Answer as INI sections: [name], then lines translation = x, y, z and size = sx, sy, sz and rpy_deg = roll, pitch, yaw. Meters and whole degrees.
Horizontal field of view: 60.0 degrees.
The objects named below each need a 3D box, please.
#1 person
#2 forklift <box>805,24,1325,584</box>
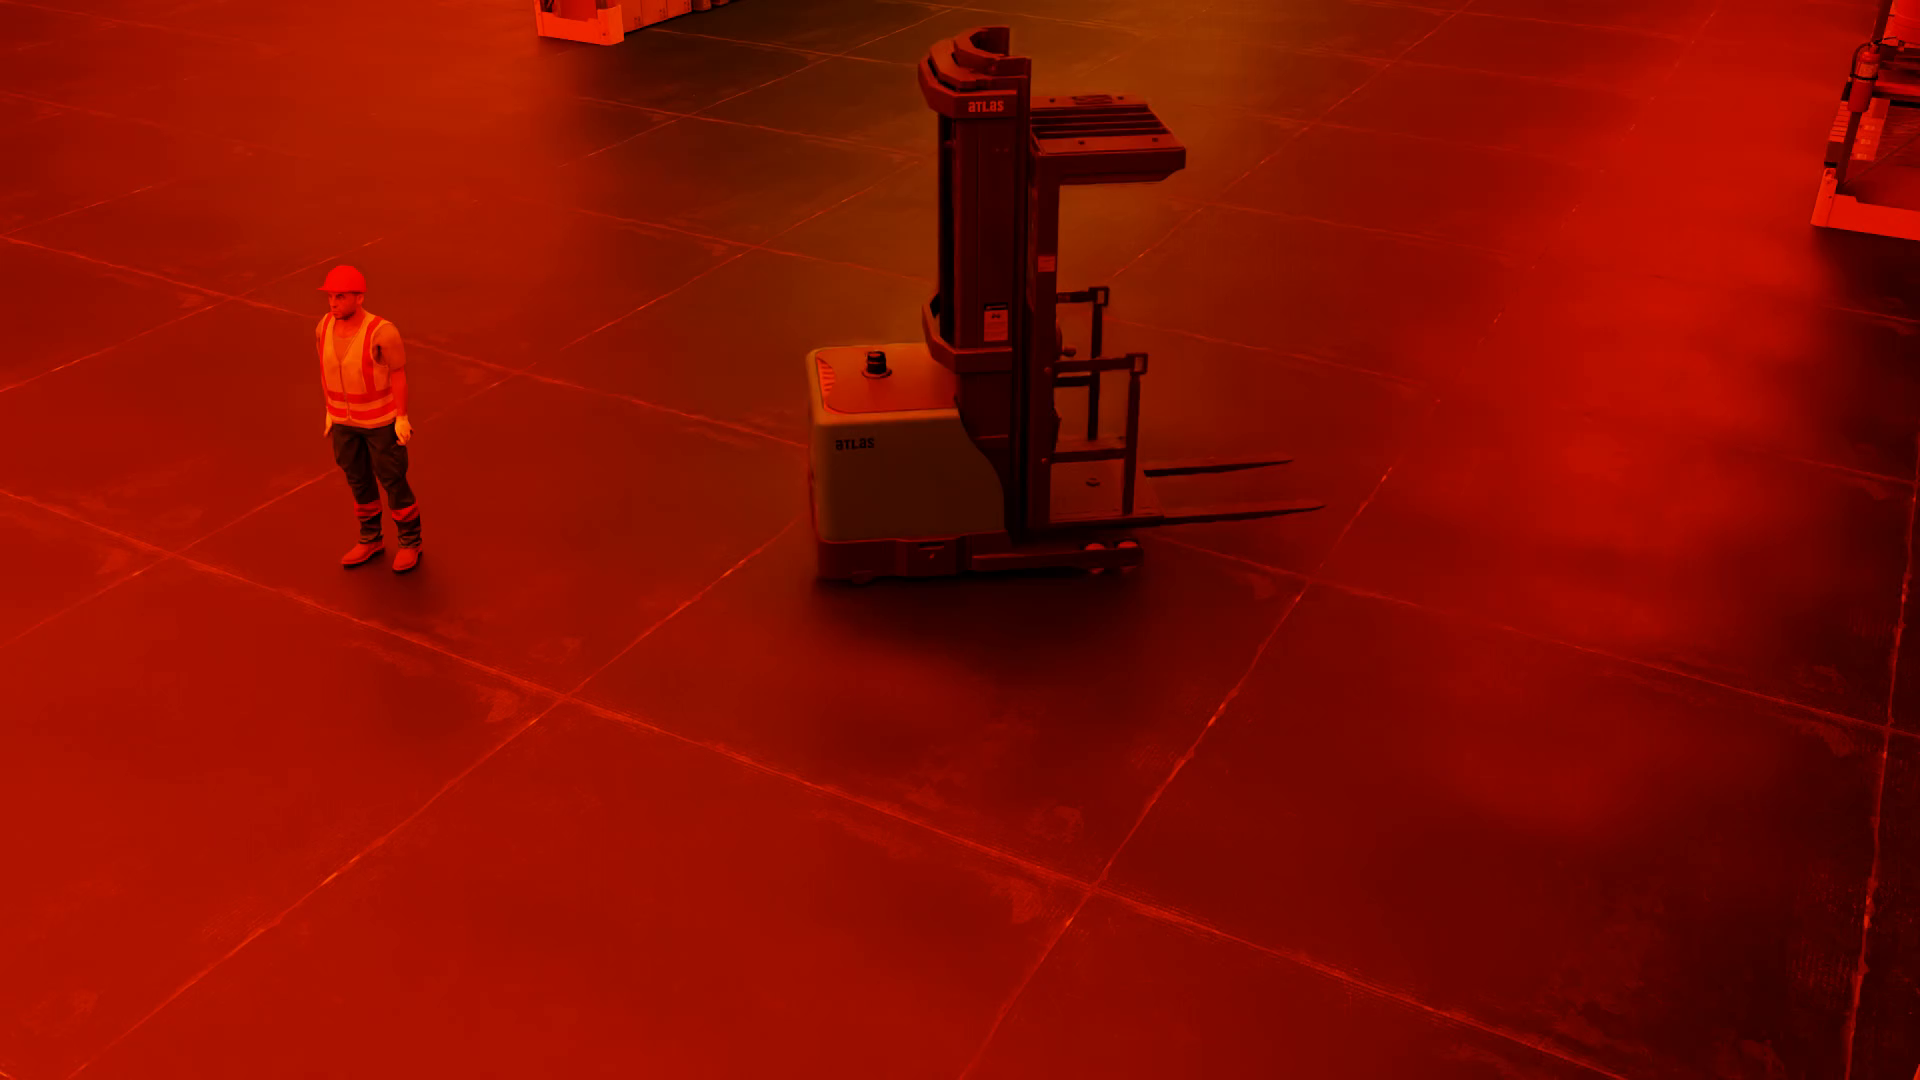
[person]
translation = -3.354, -0.675, 9.384
size = 0.533, 1.794, 0.376
rpy_deg = 7, 31, 11
[forklift]
translation = 0.631, -1.339, 9.391
size = 3.031, 2.935, 1.130
rpy_deg = -4, 30, -7
